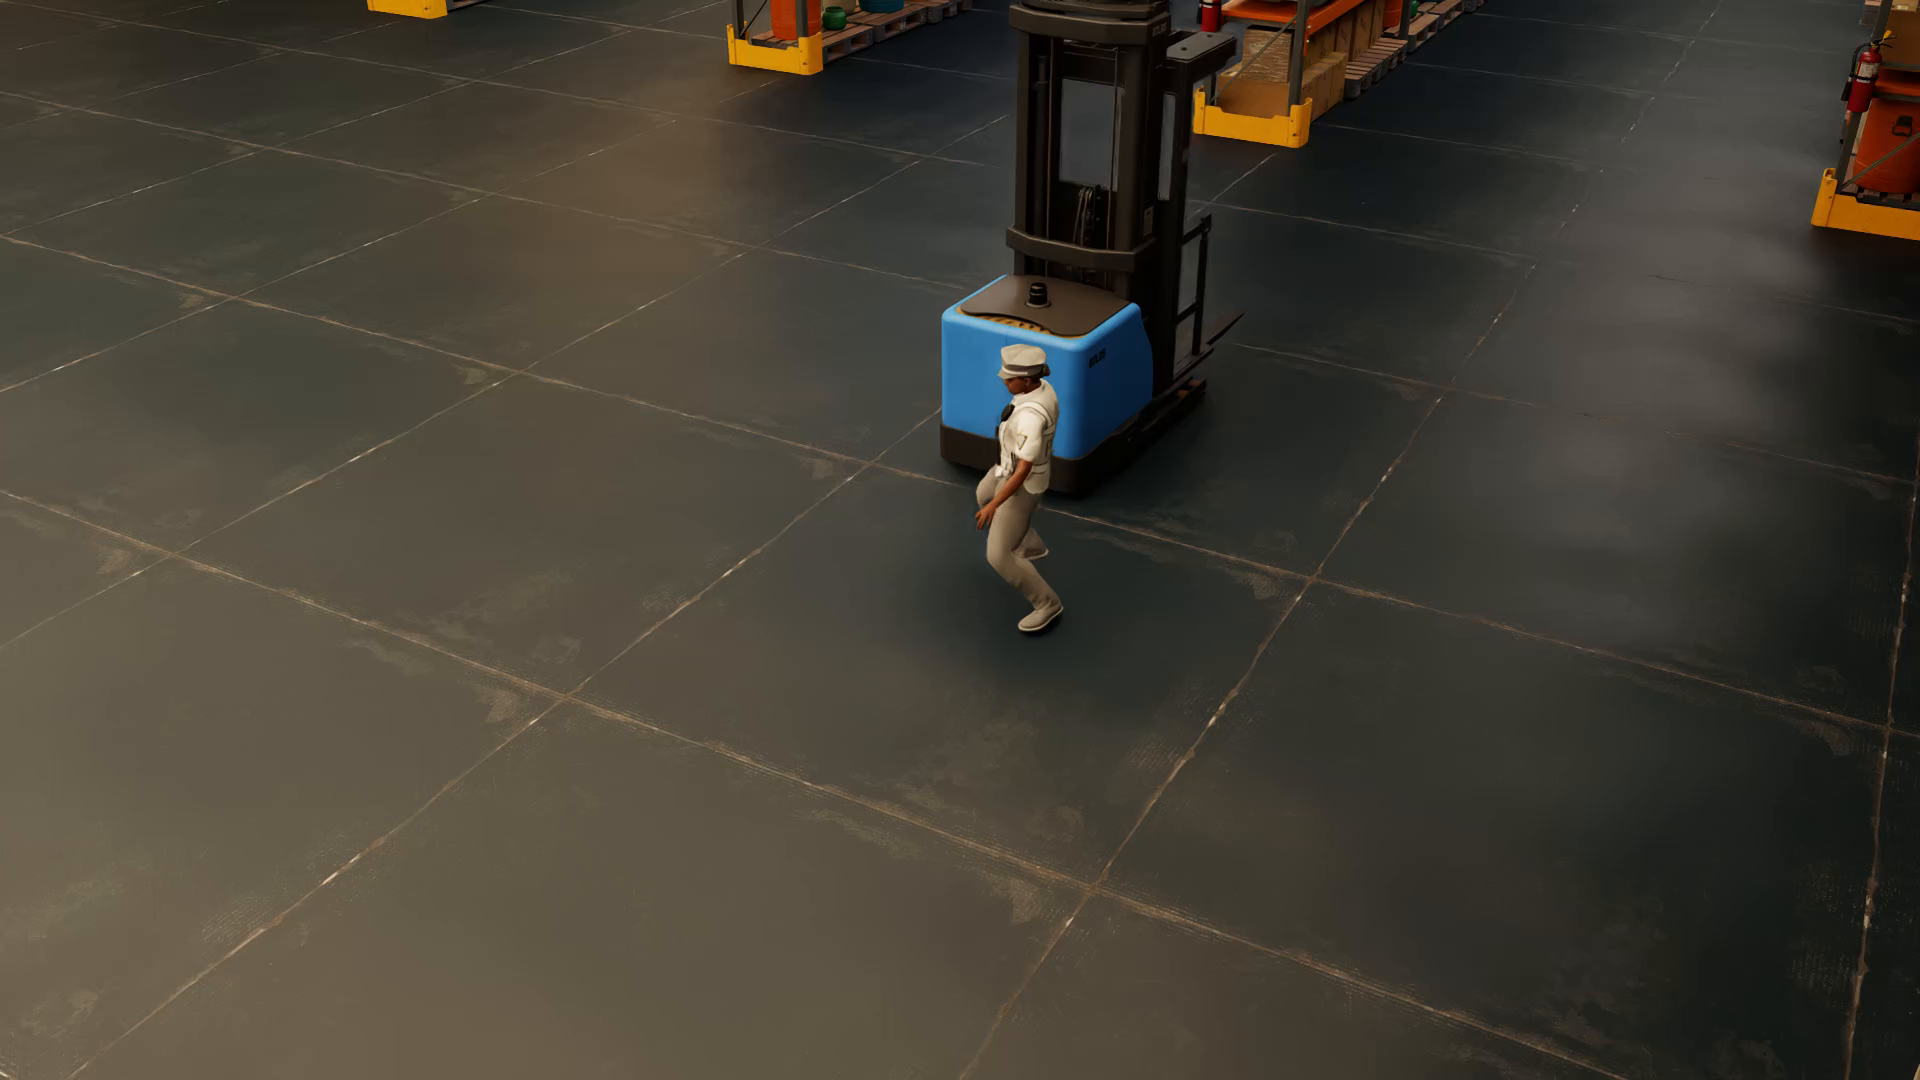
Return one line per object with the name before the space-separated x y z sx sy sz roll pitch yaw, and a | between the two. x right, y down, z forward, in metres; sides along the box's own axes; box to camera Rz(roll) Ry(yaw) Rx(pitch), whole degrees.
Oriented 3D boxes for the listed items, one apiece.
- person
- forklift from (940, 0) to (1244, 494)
person | 0.320 -0.353 9.045 0.578 1.527 0.851 5 30 9
forklift | 1.071 -2.256 10.979 1.130 2.935 3.031 17 34 27
